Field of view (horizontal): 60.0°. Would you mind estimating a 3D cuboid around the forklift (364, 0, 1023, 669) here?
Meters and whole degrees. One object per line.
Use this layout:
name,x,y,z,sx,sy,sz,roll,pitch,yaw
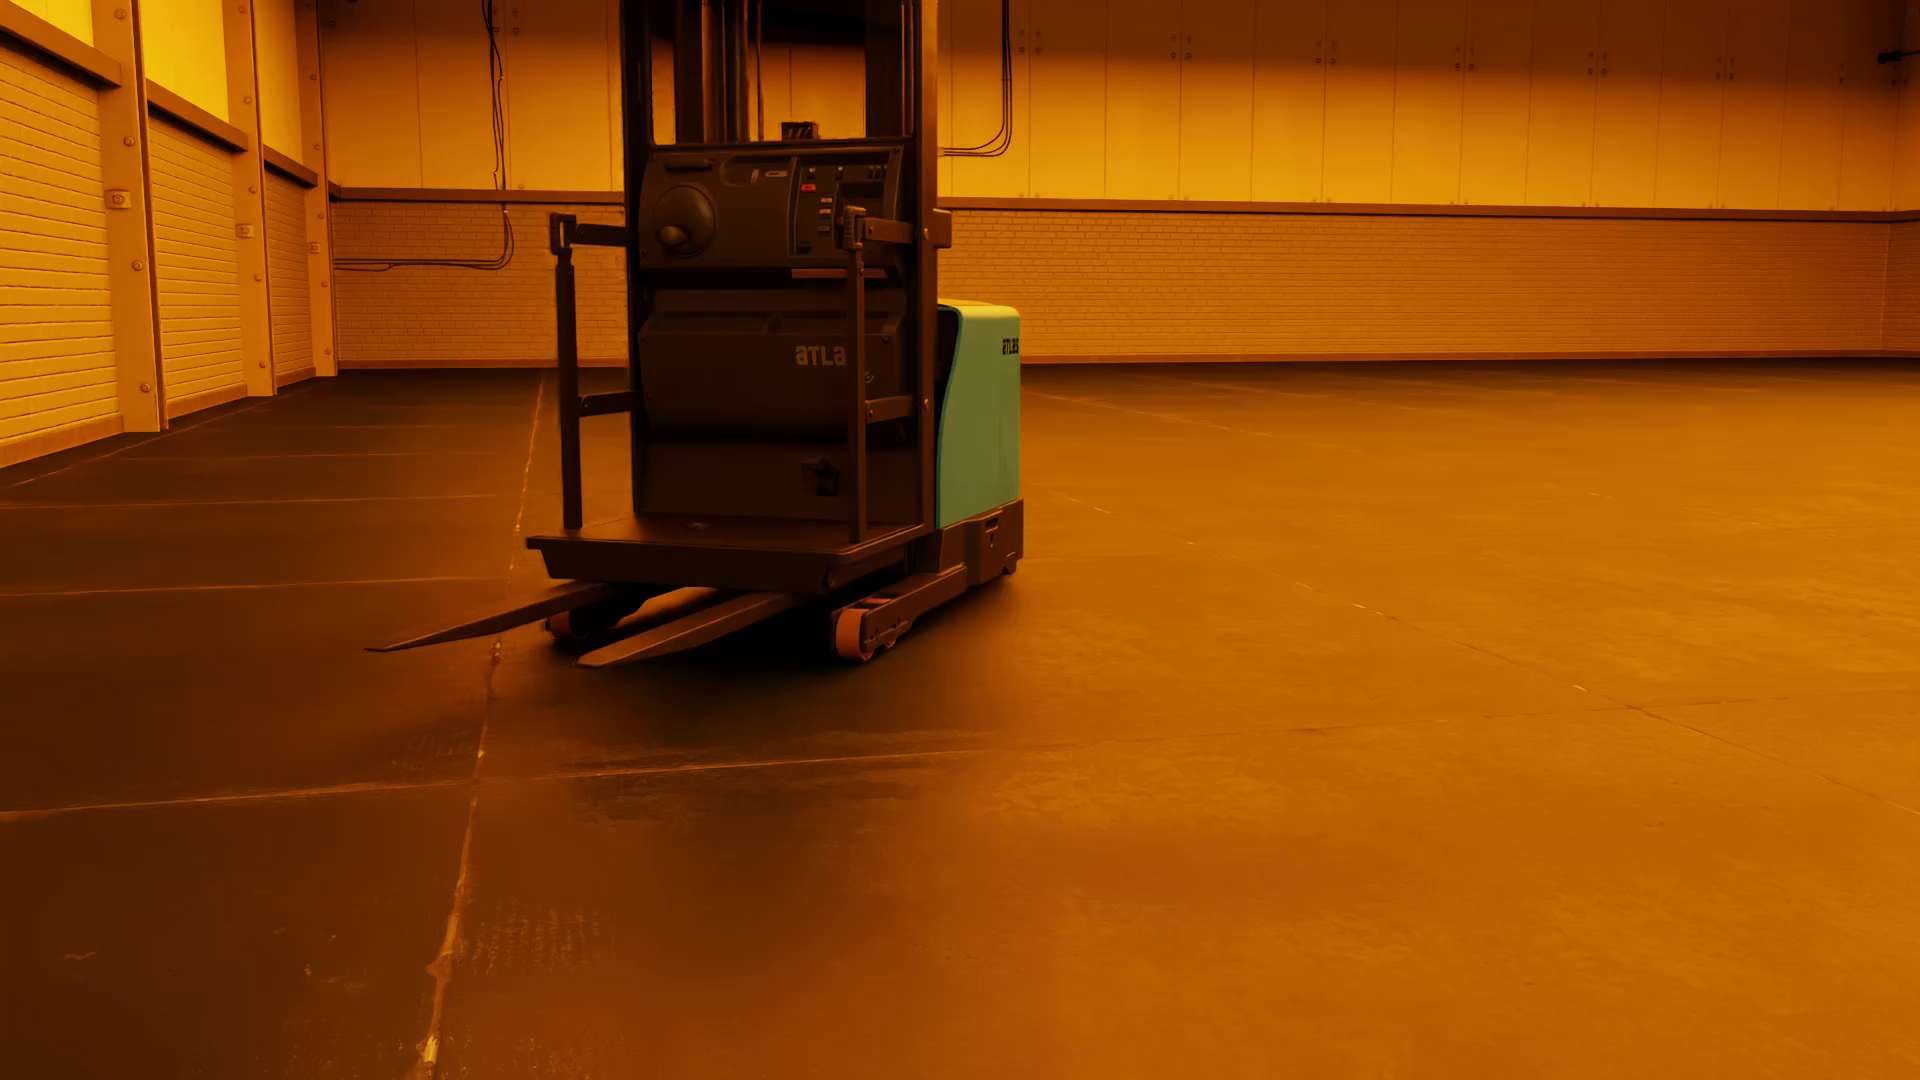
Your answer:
forklift,-0.697,-1.144,5.310,1.130,2.935,3.031,3,8,18
